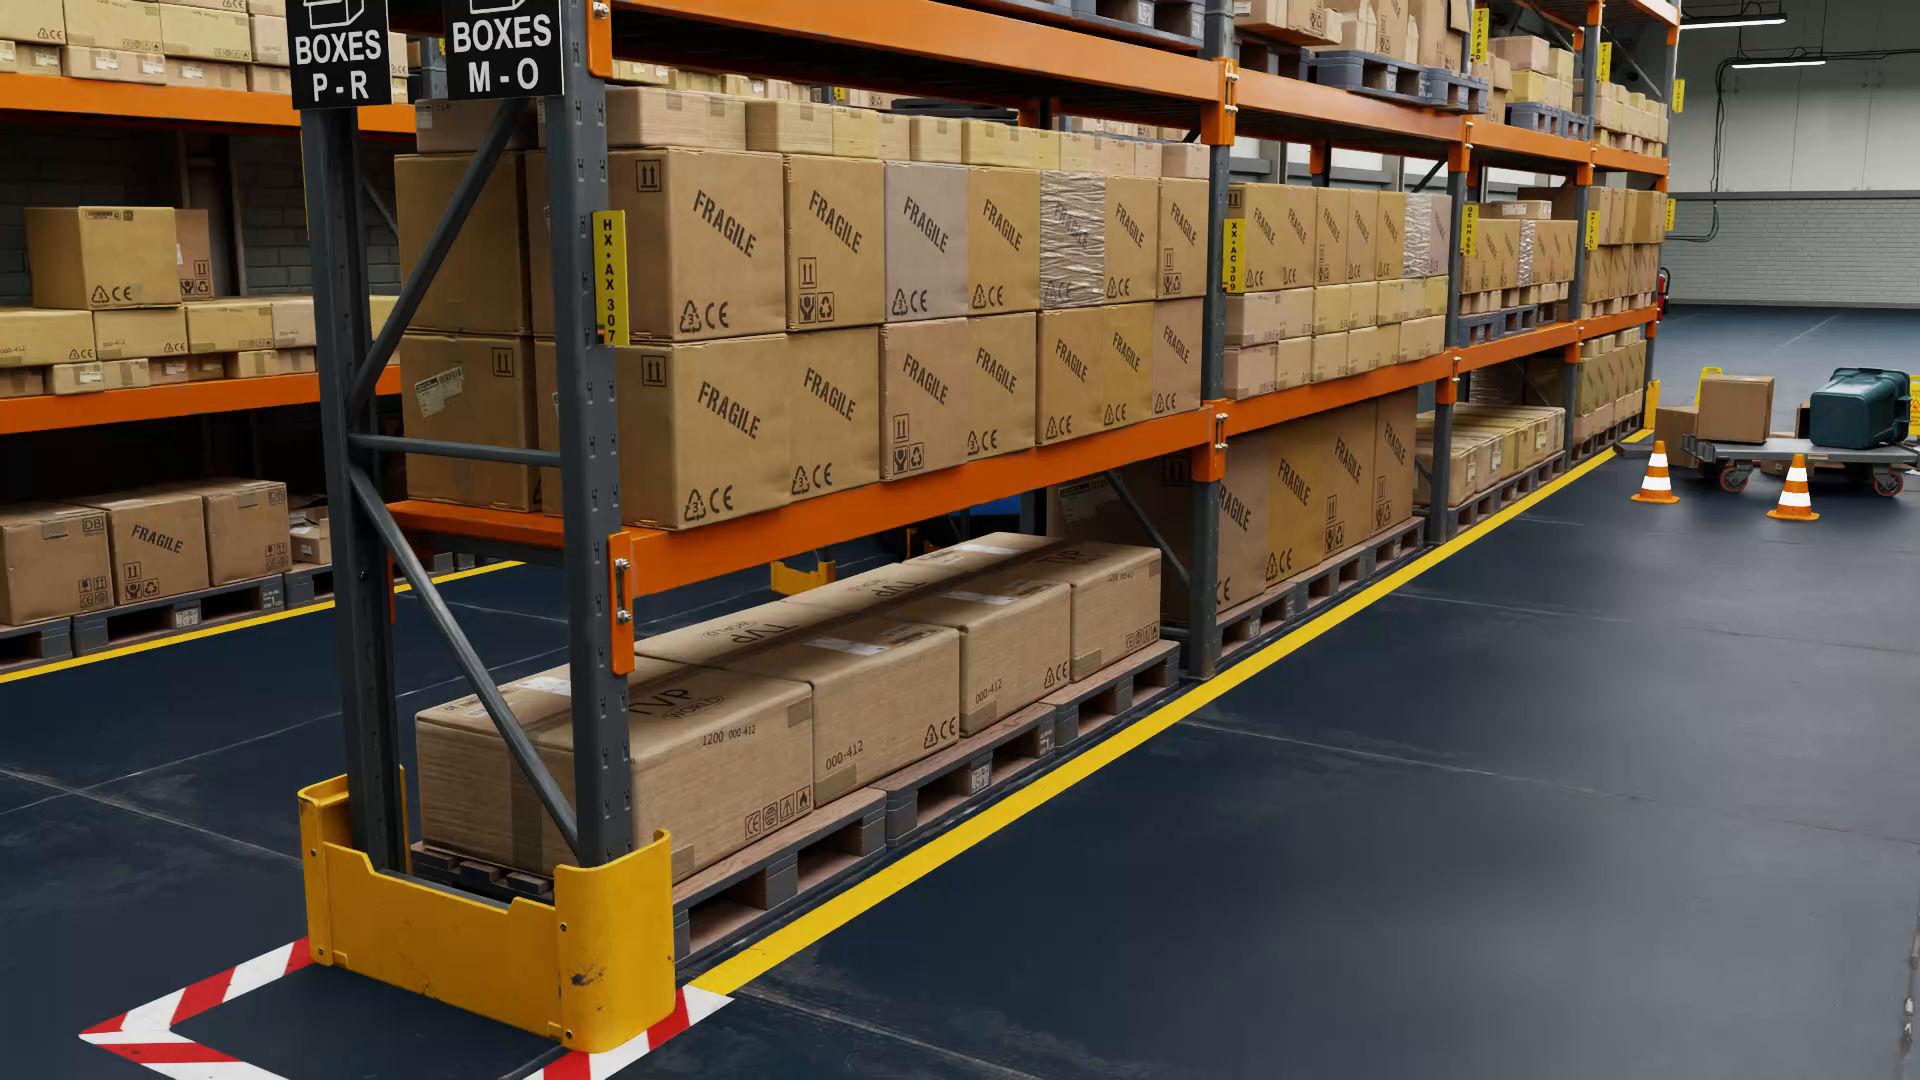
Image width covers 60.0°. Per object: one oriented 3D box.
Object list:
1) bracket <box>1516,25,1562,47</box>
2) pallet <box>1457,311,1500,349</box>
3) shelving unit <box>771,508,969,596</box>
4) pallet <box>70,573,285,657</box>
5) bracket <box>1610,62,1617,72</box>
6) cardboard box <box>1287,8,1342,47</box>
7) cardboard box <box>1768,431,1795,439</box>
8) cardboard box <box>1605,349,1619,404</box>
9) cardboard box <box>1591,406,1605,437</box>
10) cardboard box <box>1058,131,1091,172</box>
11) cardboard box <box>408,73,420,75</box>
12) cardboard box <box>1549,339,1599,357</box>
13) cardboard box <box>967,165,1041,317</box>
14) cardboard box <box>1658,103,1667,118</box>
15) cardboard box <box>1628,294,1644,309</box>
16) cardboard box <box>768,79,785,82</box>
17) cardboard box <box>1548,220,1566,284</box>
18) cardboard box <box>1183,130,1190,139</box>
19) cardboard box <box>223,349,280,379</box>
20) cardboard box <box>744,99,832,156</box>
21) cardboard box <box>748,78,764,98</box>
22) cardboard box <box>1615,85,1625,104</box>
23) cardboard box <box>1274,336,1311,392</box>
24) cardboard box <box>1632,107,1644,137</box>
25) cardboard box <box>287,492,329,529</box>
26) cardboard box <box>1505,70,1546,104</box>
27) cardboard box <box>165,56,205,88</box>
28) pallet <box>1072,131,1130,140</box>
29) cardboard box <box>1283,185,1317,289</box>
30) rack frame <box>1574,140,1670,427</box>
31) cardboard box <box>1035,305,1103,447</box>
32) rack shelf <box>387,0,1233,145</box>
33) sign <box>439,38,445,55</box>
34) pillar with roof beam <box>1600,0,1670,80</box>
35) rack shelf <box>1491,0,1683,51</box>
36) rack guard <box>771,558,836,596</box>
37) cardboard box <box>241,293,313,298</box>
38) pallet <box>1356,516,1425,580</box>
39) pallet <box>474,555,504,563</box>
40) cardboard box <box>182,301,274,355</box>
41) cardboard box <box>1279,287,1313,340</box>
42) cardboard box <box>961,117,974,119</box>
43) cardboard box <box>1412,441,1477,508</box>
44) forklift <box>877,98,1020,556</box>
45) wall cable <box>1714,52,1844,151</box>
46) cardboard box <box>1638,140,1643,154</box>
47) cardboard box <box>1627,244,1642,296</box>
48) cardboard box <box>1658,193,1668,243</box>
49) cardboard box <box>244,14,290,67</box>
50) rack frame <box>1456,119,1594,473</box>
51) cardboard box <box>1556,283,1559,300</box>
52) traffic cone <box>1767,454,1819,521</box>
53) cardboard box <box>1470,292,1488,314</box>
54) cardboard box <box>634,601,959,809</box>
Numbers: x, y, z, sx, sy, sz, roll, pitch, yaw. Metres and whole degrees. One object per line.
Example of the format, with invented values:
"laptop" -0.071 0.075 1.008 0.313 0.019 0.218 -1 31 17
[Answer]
"bracket" 12.815 -11.186 36.881 0.076 0.066 4.783 6 12 31
"pallet" 3.106 -1.517 11.842 1.213 0.211 1.003 6 12 31
"shelving unit" -0.516 -0.466 9.780 1.083 1.500 0.587 -8 13 -37
"pallet" -4.484 0.338 8.992 1.003 0.211 1.213 6 12 31
"bracket" 17.267 -12.535 44.086 0.235 0.232 0.430 6 12 31
"cardboard box" 1.706 -2.592 8.402 0.380 0.166 0.250 5 12 27
"cardboard box" 8.026 -0.947 16.023 0.250 0.149 0.380 -6 12 -28
"cardboard box" 5.979 -1.575 15.925 0.500 0.500 0.500 7 13 34
"cardboard box" 5.708 -1.125 15.558 0.500 0.250 0.500 7 13 34
"cardboard box" 0.279 -1.487 6.408 0.380 0.149 0.250 6 12 30
"cardboard box" -3.289 -3.036 10.551 0.380 0.149 0.250 7 13 32
"cardboard box" 5.557 -1.741 15.050 0.380 0.149 0.250 7 12 32
"cardboard box" -0.053 -1.062 5.901 0.500 0.500 0.500 6 12 31
"cardboard box" 7.057 -4.409 17.131 0.380 0.149 0.250 7 12 31
"cardboard box" 6.673 -2.413 16.786 0.380 0.149 0.250 7 12 32
"cardboard box" -1.570 -3.592 12.768 0.380 0.149 0.250 6 12 29
"cardboard box" 4.603 -2.347 13.534 0.500 0.500 0.500 6 12 31
"cardboard box" 2.434 -4.686 19.046 0.396 0.266 0.258 6 12 31
"cardboard box" -3.943 -0.968 9.072 0.380 0.149 0.250 6 12 30
"cardboard box" -0.598 -1.198 4.863 0.380 0.149 0.250 7 13 32
"cardboard box" -1.705 -3.403 12.566 0.380 0.149 0.250 7 13 32
"cardboard box" 5.760 -4.003 14.961 0.380 0.149 0.250 6 12 30
"cardboard box" 1.471 -0.912 8.495 0.500 0.250 0.500 6 12 29
"cardboard box" 6.157 -3.947 15.750 0.500 0.250 0.500 7 12 31
"cardboard box" -4.039 -0.137 10.116 0.500 0.311 0.500 7 13 33
"cardboard box" 4.191 -3.460 12.816 0.500 0.250 0.500 7 12 31
"cardboard box" -4.126 -2.403 8.582 0.380 0.149 0.250 7 12 31
"pallet" 1.080 -4.159 17.524 1.003 0.211 1.213 6 12 31
"cardboard box" 1.465 -1.525 8.375 0.500 0.500 0.500 6 12 30
"rack frame" 6.980 -2.747 17.892 1.000 3.000 0.127 6 12 31
"cardboard box" 0.217 -0.650 6.417 0.500 0.500 0.500 6 12 30
"rack shelf" -0.288 -1.666 5.921 1.077 0.370 4.000 6 12 31
"sign" -3.026 -3.012 9.747 0.100 0.325 0.005 6 12 31
"pillar with roof beam" 20.859 -10.453 42.750 9.100 9.000 0.548 6 12 31
"rack shelf" 5.942 -5.026 15.726 1.077 0.370 4.000 6 12 31
"rack guard" -0.908 0.205 9.593 0.087 0.250 0.587 -8 13 -37
"cardboard box" -3.982 -1.354 10.049 0.500 0.250 0.500 6 12 30
"pallet" 2.353 -0.002 10.804 1.003 0.211 1.213 6 12 31
"pallet" -3.104 -0.095 11.300 1.003 0.211 1.213 6 12 31
"cardboard box" -4.068 -1.145 8.935 0.500 0.250 0.500 6 12 30
"cardboard box" 1.466 -1.159 8.457 0.500 0.250 0.500 7 12 32
"cardboard box" -0.053 -3.875 15.034 0.380 0.149 0.250 6 12 30
"cardboard box" 3.129 -0.492 11.844 0.950 0.372 0.625 5 12 27
"forklift" -0.163 -1.564 11.756 1.130 2.935 3.031 -2 11 -12
"wall cable" 22.151 -11.899 45.188 3.097 2.526 0.112 6 12 31
"cardboard box" 6.488 -3.857 16.353 0.380 0.149 0.250 6 12 30
"cardboard box" 6.407 -2.674 16.422 0.500 0.500 0.500 6 12 30
"cardboard box" 6.902 -3.333 17.223 0.700 0.500 0.500 6 12 29
"cardboard box" -3.792 -2.698 9.076 0.500 0.250 0.500 6 12 29
"rack frame" 4.903 -2.118 14.532 1.000 3.000 0.127 6 12 31
"cardboard box" 4.720 -2.054 13.731 0.380 0.149 0.250 6 12 29
"traffic cone" 6.160 -0.401 12.255 0.336 0.463 0.334 6 12 31
"cardboard box" 3.511 -1.685 11.761 0.380 0.149 0.250 5 12 27
"cardboard box" -0.602 0.564 6.027 0.875 0.438 0.875 7 13 32
